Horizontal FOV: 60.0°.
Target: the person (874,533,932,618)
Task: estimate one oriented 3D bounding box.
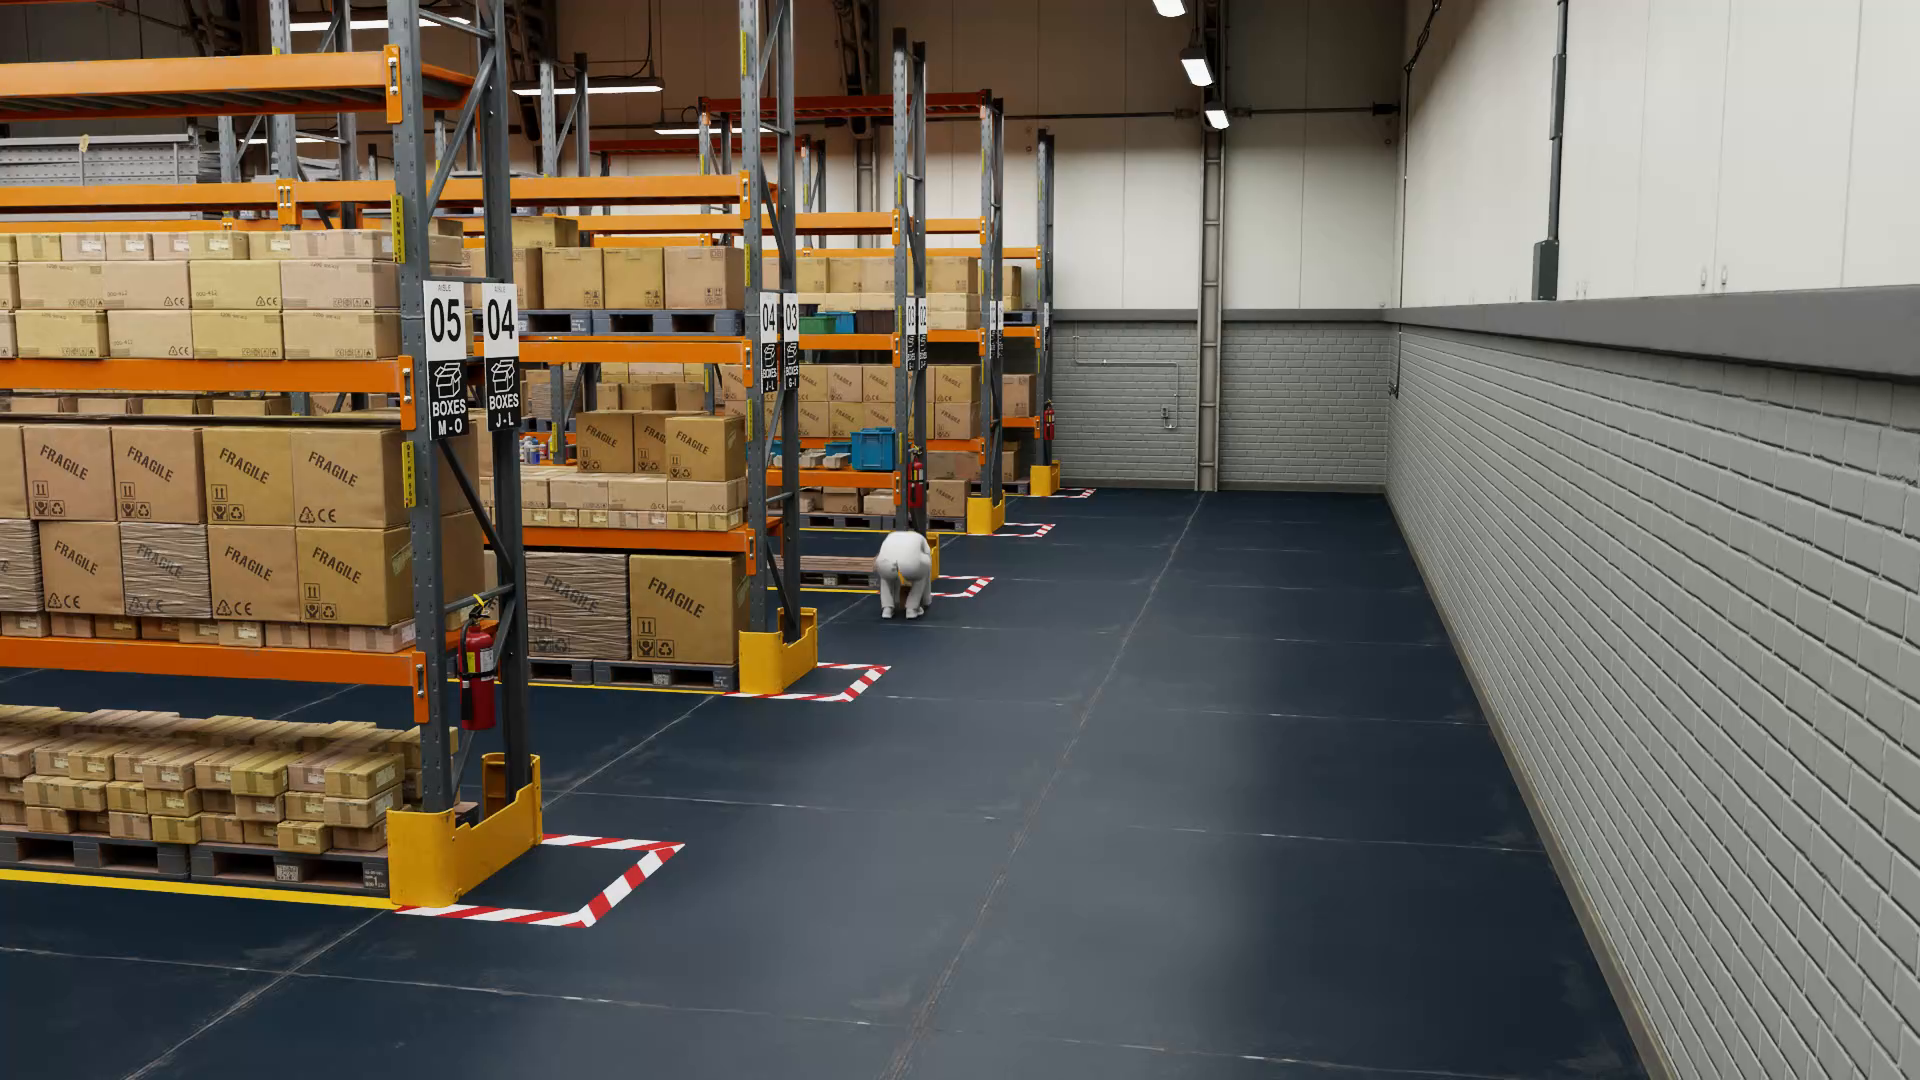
[{"bbox_3d":[-0.558,0.338,16.864,0.585,0.874,0.954,1,8,9],"label":"person"}]
